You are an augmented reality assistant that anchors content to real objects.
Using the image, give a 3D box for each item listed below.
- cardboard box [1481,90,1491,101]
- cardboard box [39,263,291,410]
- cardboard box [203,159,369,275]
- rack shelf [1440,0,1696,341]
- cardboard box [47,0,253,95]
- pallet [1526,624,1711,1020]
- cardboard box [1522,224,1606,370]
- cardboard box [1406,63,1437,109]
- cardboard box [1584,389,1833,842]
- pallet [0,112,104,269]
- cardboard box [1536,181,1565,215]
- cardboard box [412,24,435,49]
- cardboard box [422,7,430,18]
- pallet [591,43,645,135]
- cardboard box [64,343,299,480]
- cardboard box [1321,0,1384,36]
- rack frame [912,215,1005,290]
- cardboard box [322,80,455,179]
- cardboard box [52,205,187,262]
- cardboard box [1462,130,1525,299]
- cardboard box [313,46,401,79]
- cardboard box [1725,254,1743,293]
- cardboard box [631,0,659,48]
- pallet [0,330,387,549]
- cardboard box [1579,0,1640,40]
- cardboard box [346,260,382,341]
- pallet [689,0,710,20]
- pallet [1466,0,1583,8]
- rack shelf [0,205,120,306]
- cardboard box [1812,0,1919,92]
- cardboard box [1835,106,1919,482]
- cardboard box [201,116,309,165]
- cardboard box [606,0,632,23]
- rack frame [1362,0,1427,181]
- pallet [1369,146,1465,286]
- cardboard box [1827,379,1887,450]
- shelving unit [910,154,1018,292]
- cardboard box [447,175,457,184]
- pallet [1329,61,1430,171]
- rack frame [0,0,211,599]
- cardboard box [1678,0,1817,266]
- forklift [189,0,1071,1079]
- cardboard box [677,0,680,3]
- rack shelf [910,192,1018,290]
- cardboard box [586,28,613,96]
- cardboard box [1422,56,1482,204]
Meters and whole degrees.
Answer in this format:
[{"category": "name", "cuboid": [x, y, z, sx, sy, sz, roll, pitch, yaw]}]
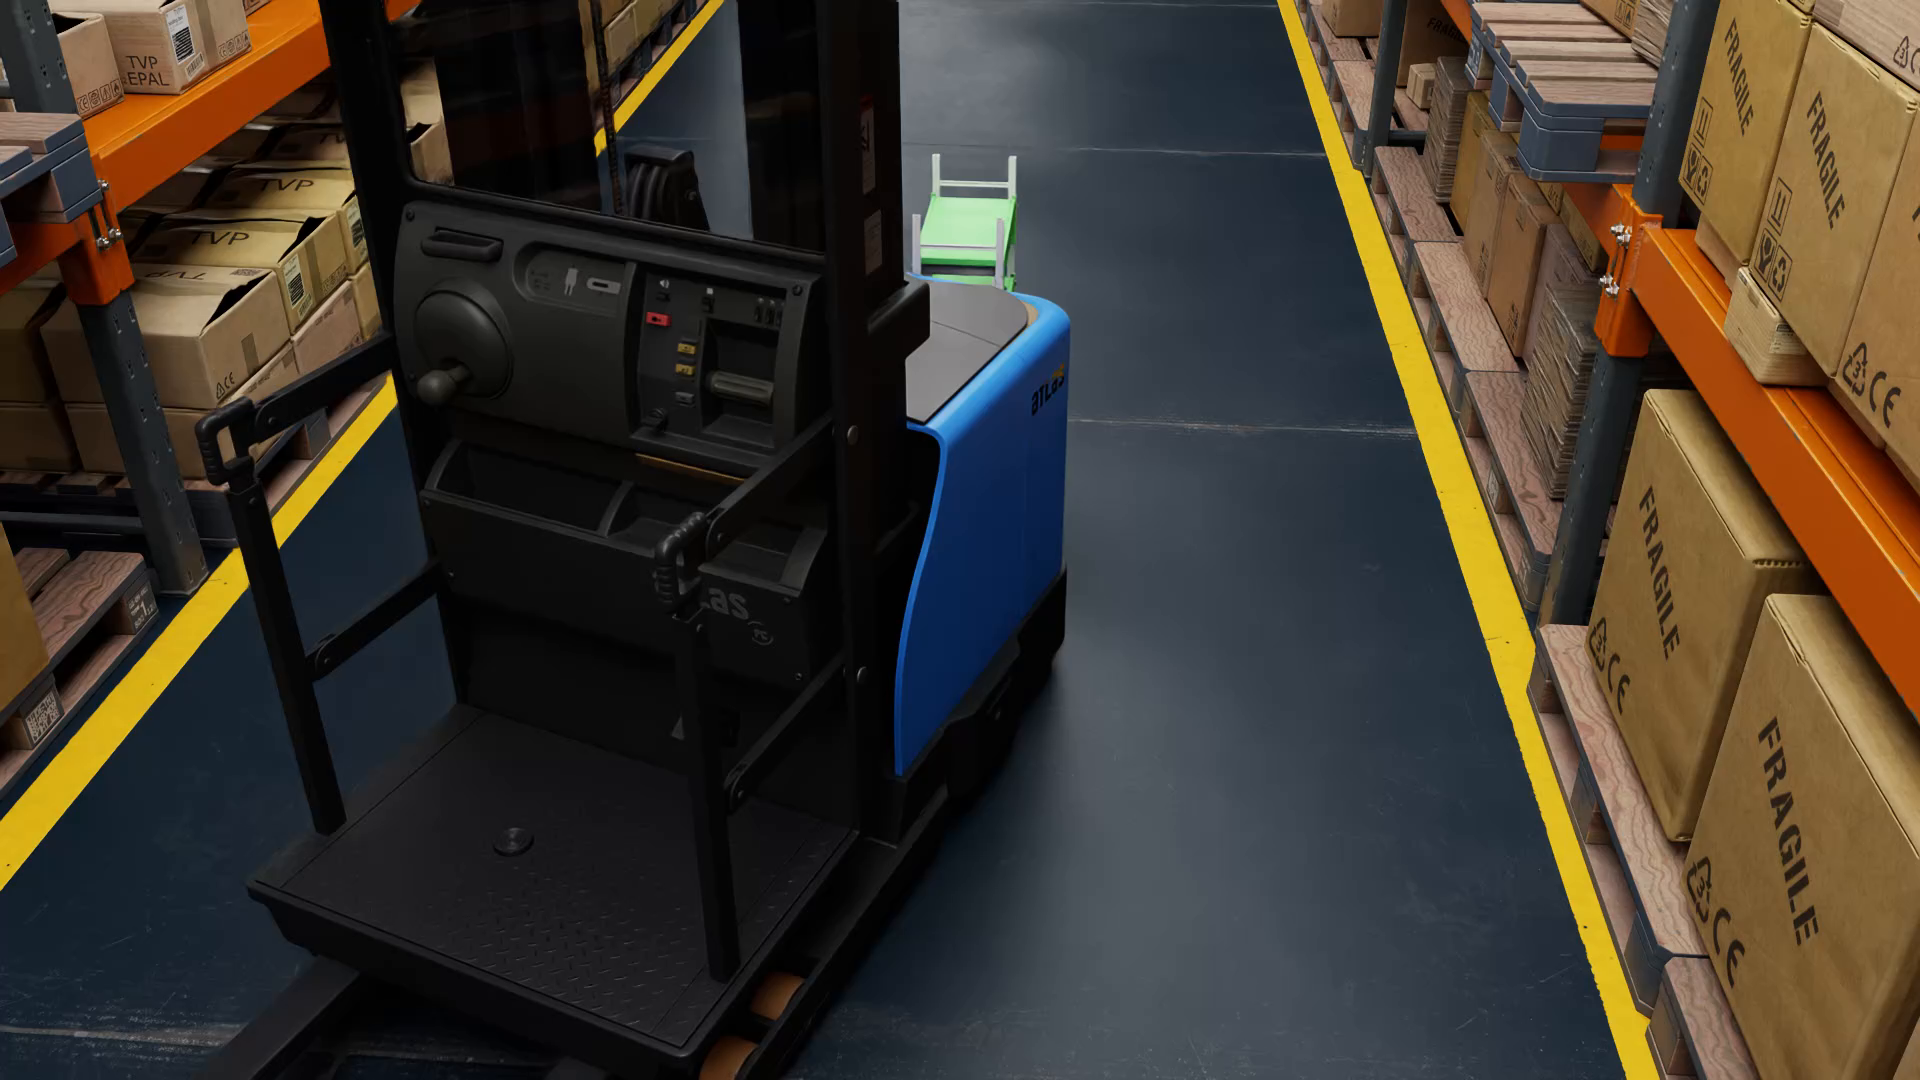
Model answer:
[{"category": "cardboard box", "cuboid": [2.398, -1.865, 6.665, 0.500, 0.250, 0.500, 2, 32, 3]}, {"category": "cardboard box", "cuboid": [-2.454, -0.664, 5.155, 0.500, 0.311, 0.500, 3, 32, 6]}, {"category": "cardboard box", "cuboid": [-2.376, -1.206, 6.034, 0.500, 0.311, 0.500, 2, 32, 3]}, {"category": "rack shelf", "cuboid": [2.311, -1.686, 5.813, 1.077, 0.370, 4.000, 2, 32, 4]}, {"category": "cardboard box", "cuboid": [-2.523, -1.578, 5.036, 0.500, 0.311, 0.500, 2, 32, 3]}, {"category": "pallet", "cuboid": [2.009, 0.650, 3.995, 1.003, 0.211, 1.213, 2, 32, 4]}, {"category": "cardboard box", "cuboid": [2.313, -0.713, 5.511, 0.700, 0.500, 0.500, 2, 32, 4]}, {"category": "cardboard box", "cuboid": [2.488, -2.300, 8.405, 0.380, 0.166, 0.250, -2, 32, -2]}, {"category": "cardboard box", "cuboid": [1.958, 0.169, 3.766, 0.750, 0.750, 0.750, 2, 32, 3]}, {"category": "pallet", "cuboid": [-2.774, -0.717, 3.737, 1.213, 0.211, 1.003, 2, 32, 4]}, {"category": "cardboard box", "cuboid": [2.301, -1.332, 5.801, 0.500, 0.250, 0.500, 2, 32, 4]}, {"category": "cardboard box", "cuboid": [-2.211, -2.271, 7.762, 0.500, 0.311, 0.500, 2, 32, 4]}, {"category": "cardboard box", "cuboid": [-2.591, -3.088, 8.908, 0.500, 0.500, 0.500, 2, 32, 4]}, {"category": "pallet", "cuboid": [-2.357, -2.475, 9.064, 1.003, 0.211, 1.213, 2, 32, 4]}, {"category": "cardboard box", "cuboid": [-2.454, -0.426, 5.302, 0.500, 0.250, 0.500, 2, 32, 4]}, {"category": "cardboard box", "cuboid": [2.498, -3.215, 9.572, 0.700, 0.500, 0.500, 1, 32, 1]}, {"category": "rack frame", "cuboid": [-0.004, -0.329, 4.640, 0.240, 1.200, 0.015, 3, 32, 4]}, {"category": "cardboard box", "cuboid": [-2.290, -1.738, 6.896, 0.500, 0.311, 0.500, 2, 32, 4]}, {"category": "cardboard box", "cuboid": [-2.956, -0.960, 5.634, 0.500, 0.311, 0.500, 2, 32, 3]}, {"category": "cardboard box", "cuboid": [2.357, -1.238, 6.364, 0.700, 0.500, 0.500, 3, 32, 5]}, {"category": "cardboard box", "cuboid": [-2.791, -2.028, 7.367, 0.500, 0.311, 0.500, 2, 32, 3]}, {"category": "cardboard box", "cuboid": [1.862, -0.554, 3.511, 0.380, 0.149, 0.250, 3, 32, 5]}, {"category": "cardboard box", "cuboid": [-2.032, -3.008, 9.493, 0.500, 0.250, 0.500, 2, 32, 4]}, {"category": "pallet", "cuboid": [-2.683, -0.398, 5.694, 1.003, 0.211, 1.213, 2, 32, 4]}, {"category": "cardboard box", "cuboid": [2.195, -1.716, 4.661, 0.700, 0.500, 0.500, 0, 32, -1]}, {"category": "cardboard box", "cuboid": [-2.377, -0.961, 6.170, 0.500, 0.250, 0.500, 2, 32, 3]}, {"category": "pallet", "cuboid": [-2.158, -3.751, 11.135, 1.003, 0.211, 1.213, 2, 32, 4]}, {"category": "pallet", "cuboid": [2.269, -1.902, 5.660, 1.003, 0.211, 1.213, 2, 32, 4]}, {"category": "rack shelf", "cuboid": [-2.952, 0.196, 2.759, 1.077, 0.370, 4.000, 2, 32, 4]}, {"category": "cardboard box", "cuboid": [1.811, -0.936, 2.797, 0.500, 0.250, 0.500, 2, 32, 3]}, {"category": "cardboard box", "cuboid": [1.760, -0.348, 2.558, 0.500, 0.500, 0.500, 2, 32, 4]}, {"category": "cardboard box", "cuboid": [-2.869, -1.485, 6.487, 0.500, 0.311, 0.500, 3, 32, 5]}, {"category": "cardboard box", "cuboid": [-2.081, -3.066, 8.872, 0.500, 0.500, 0.500, 2, 32, 4]}, {"category": "rack frame", "cuboid": [2.474, -3.038, 7.321, 1.000, 3.000, 0.127, 2, 32, 4]}, {"category": "pallet", "cuboid": [2.412, -1.444, 7.392, 1.003, 0.211, 1.213, 2, 32, 4]}, {"category": "cardboard box", "cuboid": [1.858, -0.282, 3.070, 0.380, 0.149, 0.250, 2, 32, 3]}, {"category": "shelving unit", "cuboid": [0.018, -0.456, 4.847, 0.258, 1.200, 0.503, 3, 32, 4]}, {"category": "cardboard box", "cuboid": [-2.293, -1.495, 7.037, 0.500, 0.250, 0.500, 3, 32, 5]}, {"category": "pallet", "cuboid": [2.493, -2.204, 8.625, 1.003, 0.211, 1.213, 2, 32, 4]}, {"category": "rack frame", "cuboid": [-2.789, -1.156, 4.267, 1.000, 3.000, 0.127, 2, 32, 4]}, {"category": "cardboard box", "cuboid": [1.854, -0.881, 3.423, 0.500, 0.500, 0.500, 3, 32, 5]}, {"category": "forklift", "cuboid": [-0.788, -0.342, 3.012, 1.130, 2.935, 3.031, 14, 34, 21]}, {"category": "cardboard box", "cuboid": [-1.955, -3.531, 10.341, 0.500, 0.250, 0.500, 2, 32, 4]}, {"category": "rack shelf", "cuboid": [0.018, -0.810, 4.628, 0.258, 0.148, 0.480, 3, 32, 4]}, {"category": "cardboard box", "cuboid": [-2.124, -2.486, 8.645, 0.500, 0.250, 0.500, 2, 32, 4]}, {"category": "cardboard box", "cuboid": [2.431, -1.776, 7.236, 0.700, 0.500, 0.500, 3, 32, 6]}]
